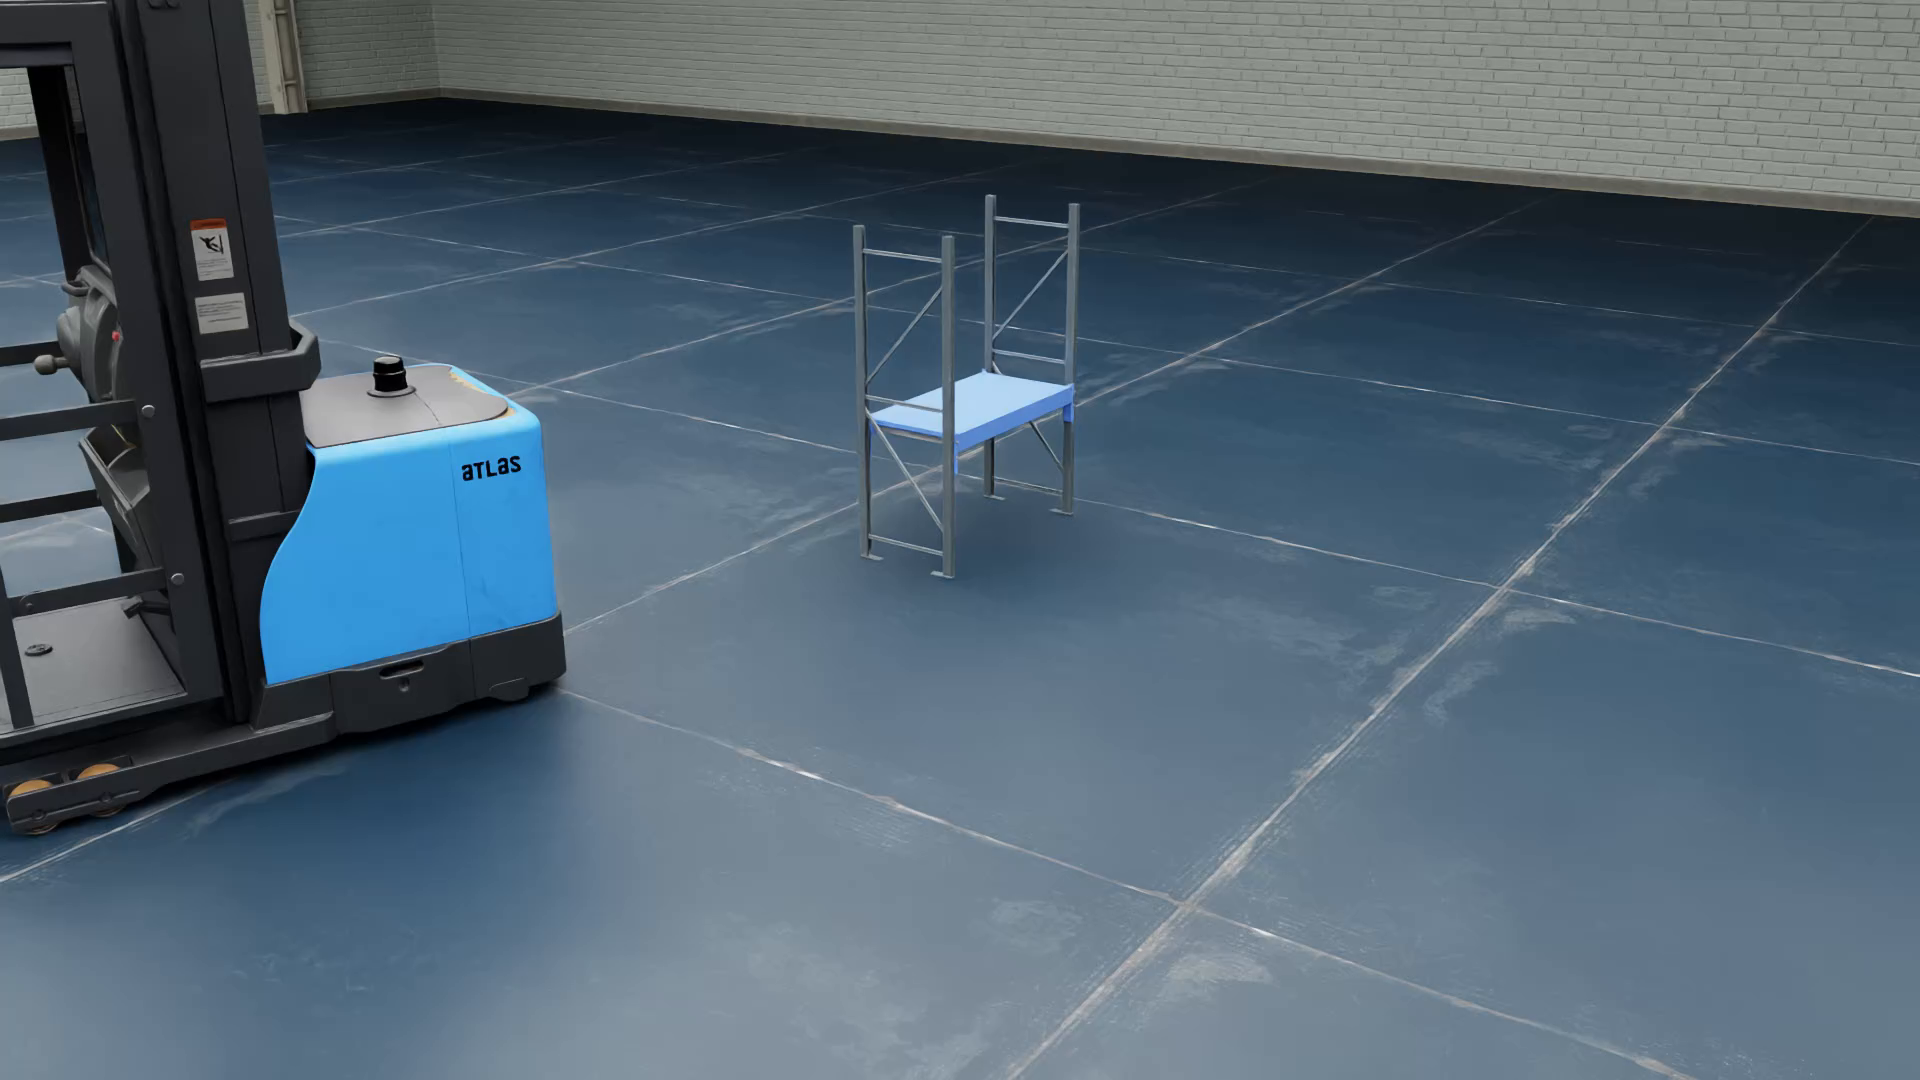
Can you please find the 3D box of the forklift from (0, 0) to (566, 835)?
[{"bbox_3d":[-2.976,-0.653,5.306,3.031,2.935,1.130,-14,24,-33],"label":"forklift"}]

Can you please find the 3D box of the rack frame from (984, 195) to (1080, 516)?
[{"bbox_3d":[0.334,-0.874,7.965,0.500,1.500,0.032,13,24,32],"label":"rack frame"}]

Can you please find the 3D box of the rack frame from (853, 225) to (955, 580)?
[{"bbox_3d":[-0.238,-0.582,7.177,0.500,1.500,0.032,13,24,32],"label":"rack frame"}]

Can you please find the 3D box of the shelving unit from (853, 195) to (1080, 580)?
[{"bbox_3d":[0.048,-0.728,7.571,0.538,1.500,1.048,13,24,32],"label":"shelving unit"}]

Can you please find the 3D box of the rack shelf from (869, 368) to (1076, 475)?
[{"bbox_3d":[0.048,-0.559,7.633,0.538,0.185,1.000,13,24,32],"label":"rack shelf"}]

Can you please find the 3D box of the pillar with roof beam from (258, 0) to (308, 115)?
[{"bbox_3d":[-6.665,-9.911,21.588,9.100,9.000,0.400,13,24,32],"label":"pillar with roof beam"}]
